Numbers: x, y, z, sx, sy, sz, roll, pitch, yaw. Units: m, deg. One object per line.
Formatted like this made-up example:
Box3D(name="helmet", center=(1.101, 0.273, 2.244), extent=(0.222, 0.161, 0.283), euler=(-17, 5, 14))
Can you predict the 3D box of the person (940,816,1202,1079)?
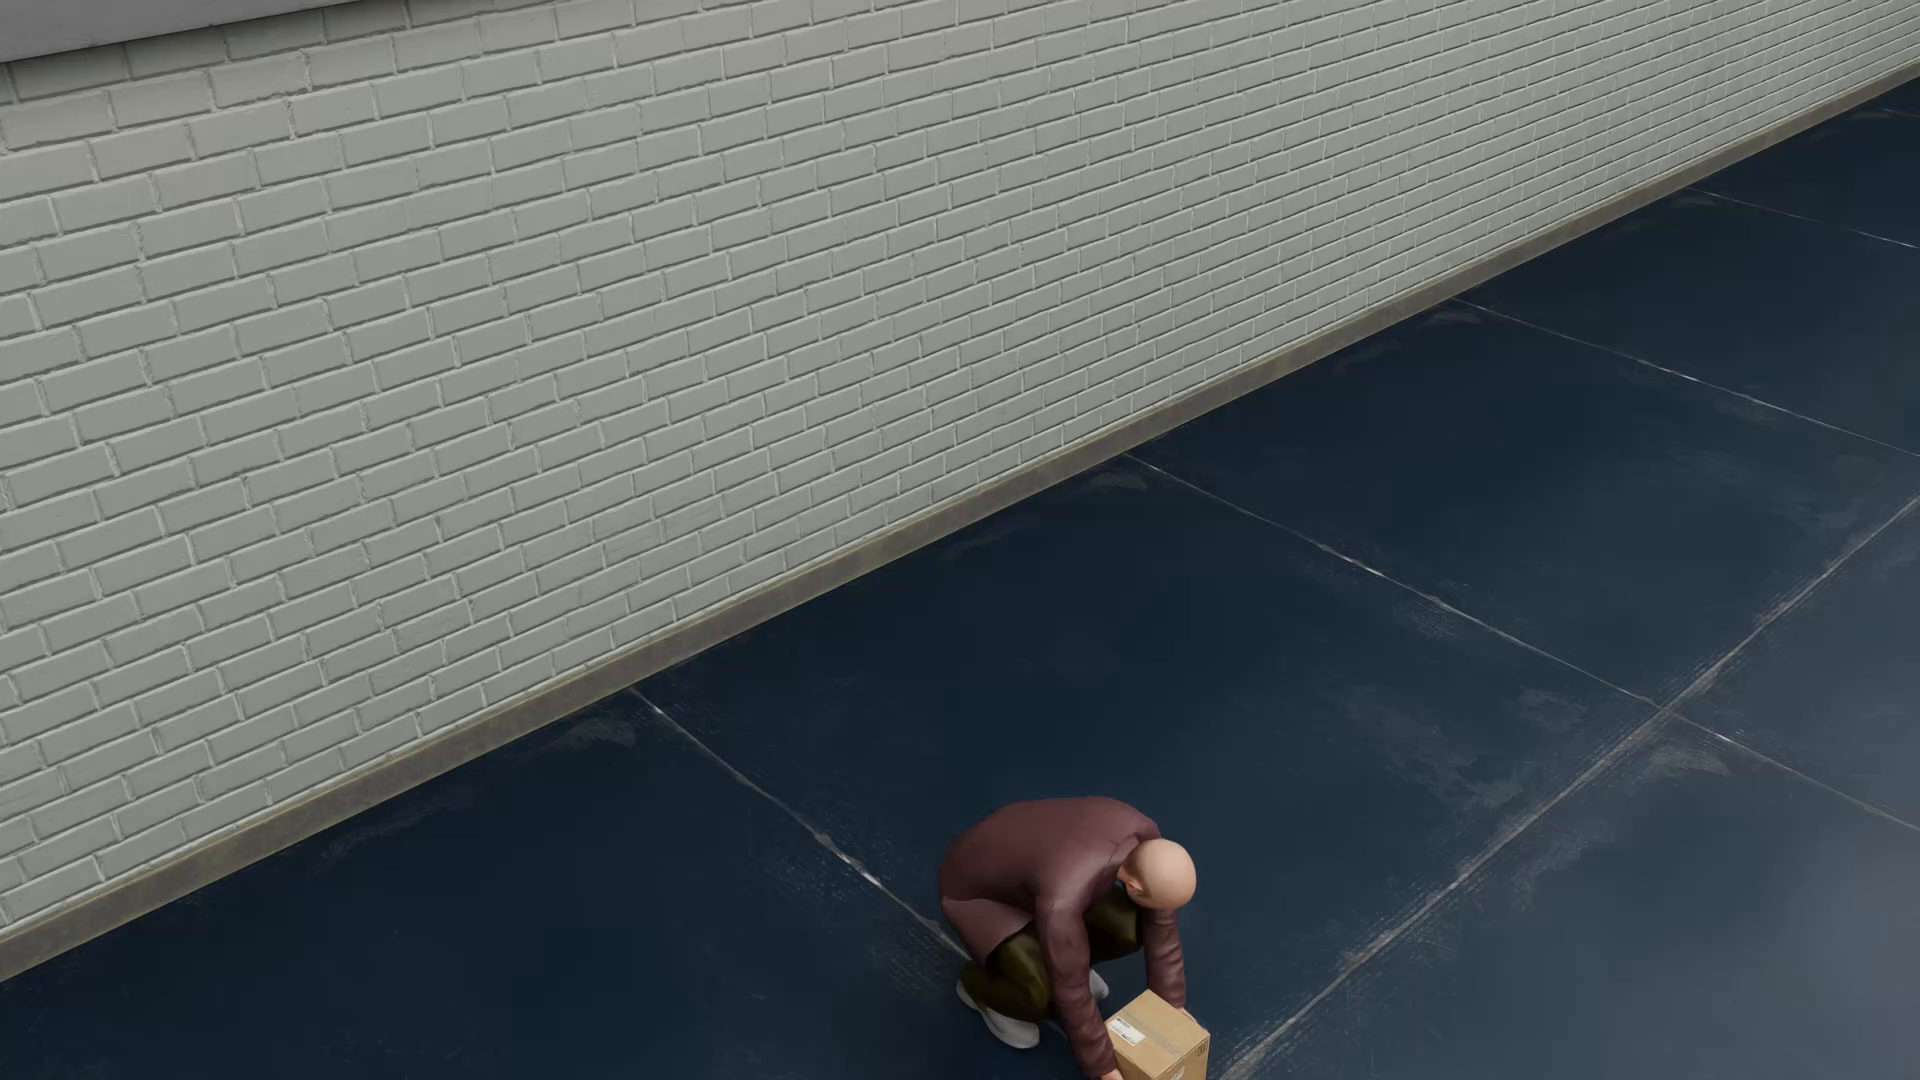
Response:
Box3D(name="person", center=(0.332, 1.239, 5.124), extent=(0.585, 0.852, 0.907), euler=(-26, 40, -36))
